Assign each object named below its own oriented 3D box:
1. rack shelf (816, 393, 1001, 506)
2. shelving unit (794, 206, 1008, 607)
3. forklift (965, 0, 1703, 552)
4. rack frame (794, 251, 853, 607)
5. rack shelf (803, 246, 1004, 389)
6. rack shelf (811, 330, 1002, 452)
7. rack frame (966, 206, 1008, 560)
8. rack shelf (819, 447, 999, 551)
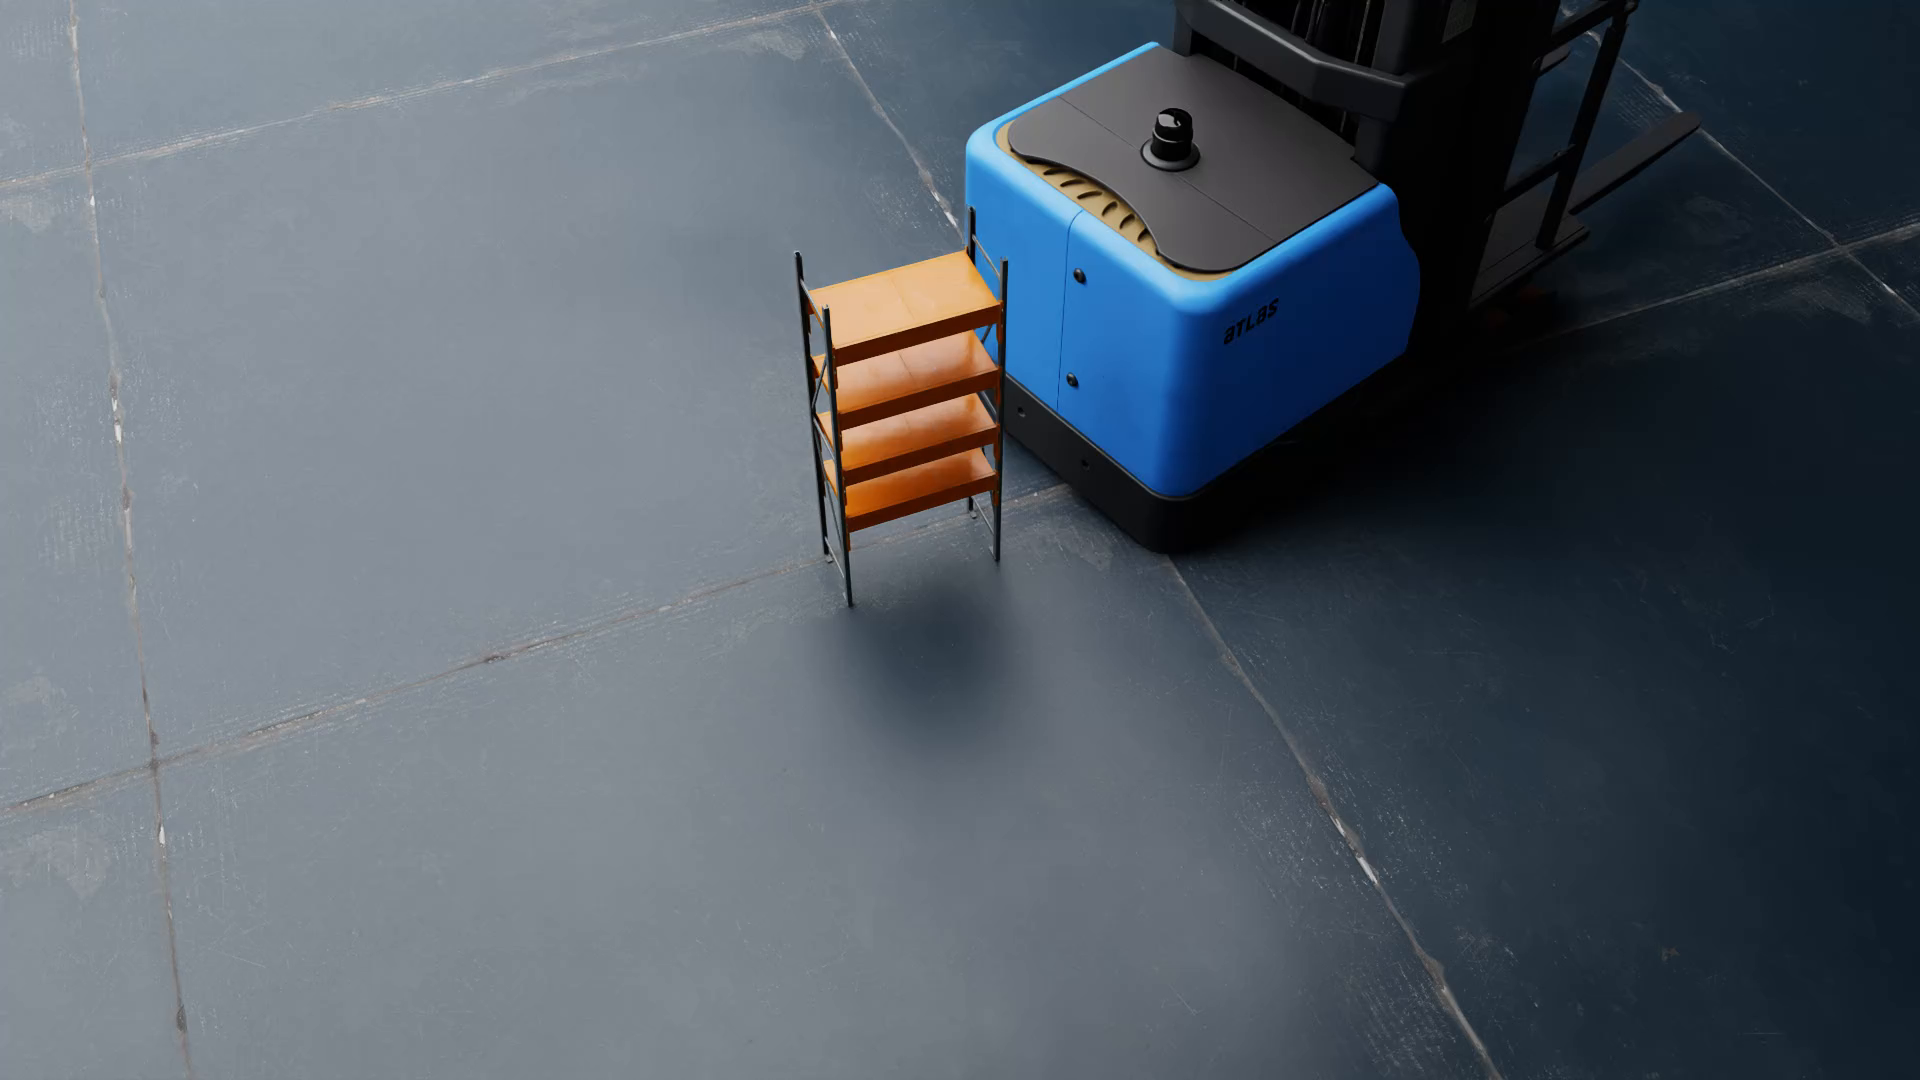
[{"bbox_3d":[-0.153,-0.300,4.805,0.480,0.148,0.258,-17,52,-14],"label":"rack shelf"},{"bbox_3d":[-0.153,-0.343,4.754,0.503,1.200,0.258,-17,52,-14],"label":"shelving unit"},{"bbox_3d":[1.457,-1.877,4.930,3.031,2.935,1.130,-32,57,-25],"label":"forklift"},{"bbox_3d":[-0.379,-0.273,4.694,0.015,1.200,0.240,-17,52,-14],"label":"rack frame"},{"bbox_3d":[-0.153,-0.599,4.456,0.480,0.148,0.258,-17,52,-14],"label":"rack shelf"},{"bbox_3d":[-0.153,-0.445,4.635,0.480,0.148,0.258,-17,52,-14],"label":"rack shelf"},{"bbox_3d":[0.073,-0.413,4.814,0.015,1.200,0.240,-17,52,-14],"label":"rack frame"},{"bbox_3d":[-0.153,-0.170,4.956,0.480,0.148,0.258,-17,52,-14],"label":"rack shelf"}]
